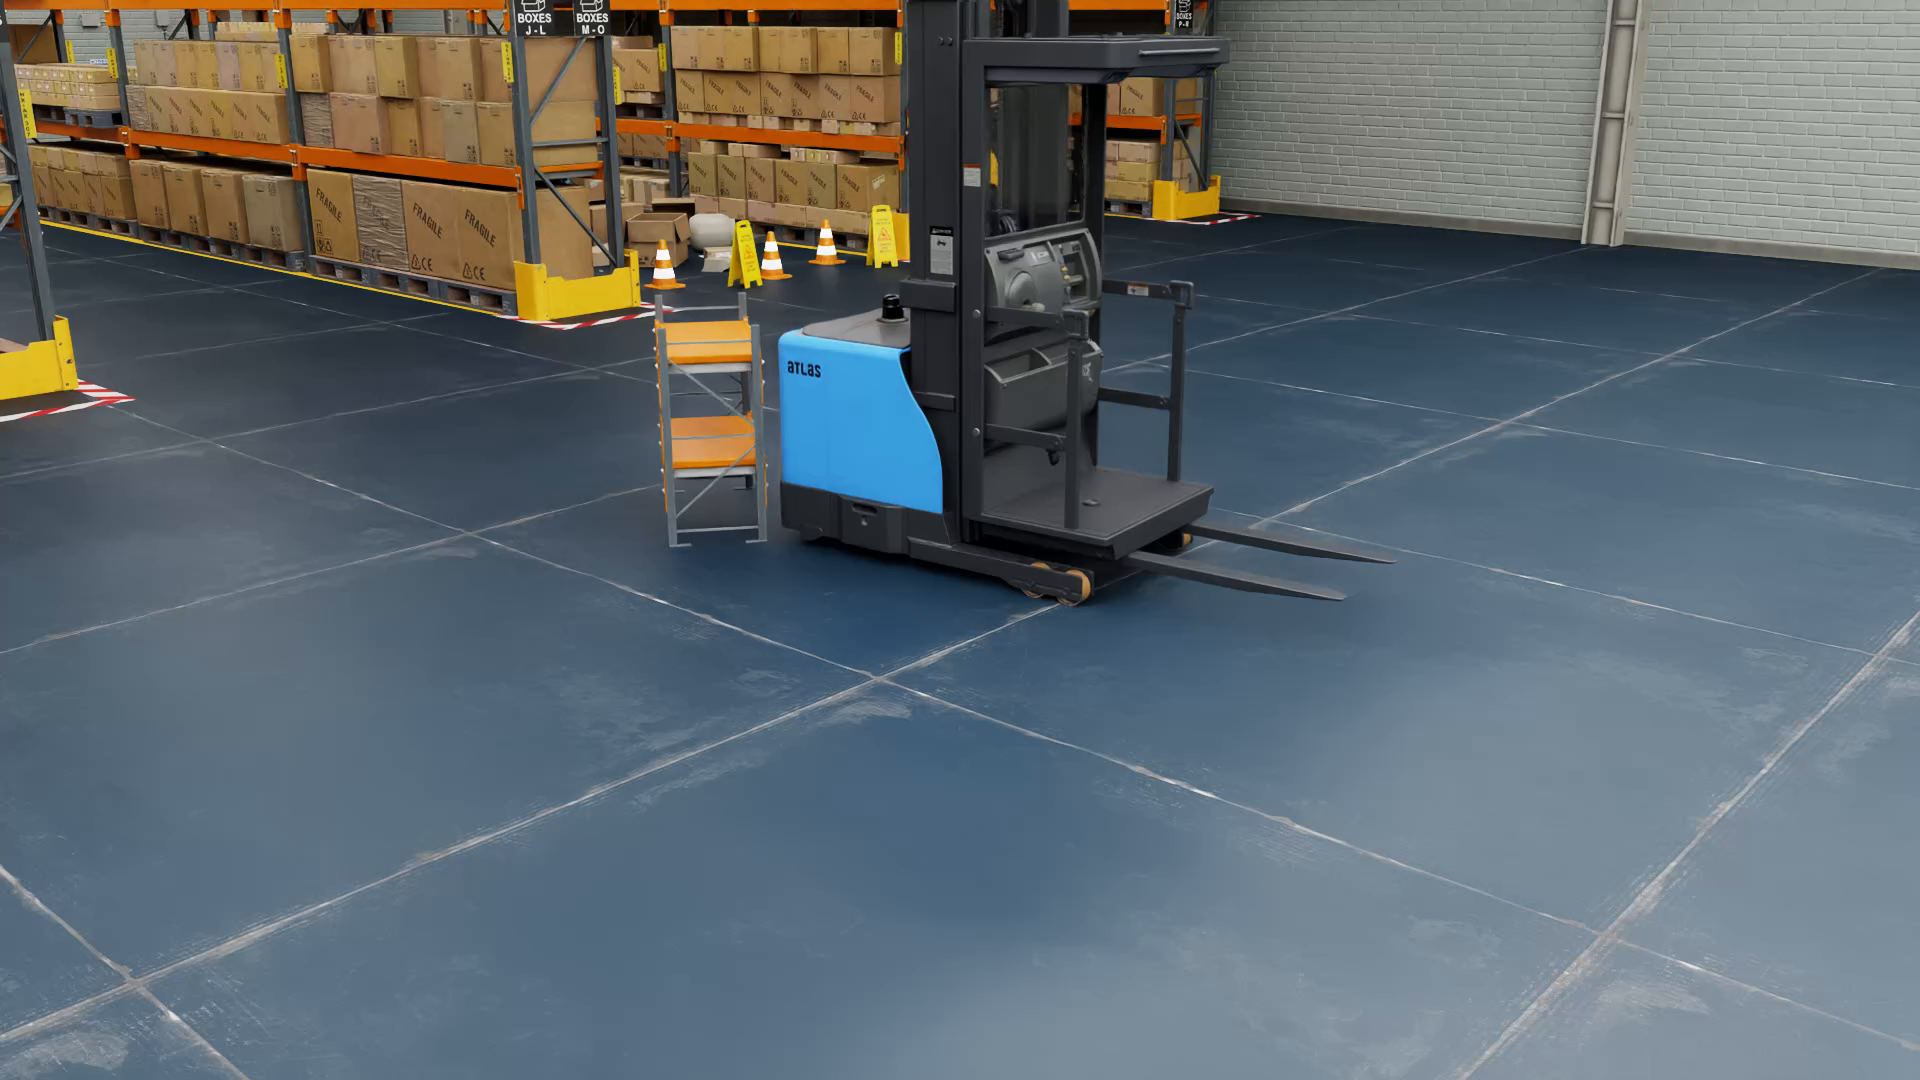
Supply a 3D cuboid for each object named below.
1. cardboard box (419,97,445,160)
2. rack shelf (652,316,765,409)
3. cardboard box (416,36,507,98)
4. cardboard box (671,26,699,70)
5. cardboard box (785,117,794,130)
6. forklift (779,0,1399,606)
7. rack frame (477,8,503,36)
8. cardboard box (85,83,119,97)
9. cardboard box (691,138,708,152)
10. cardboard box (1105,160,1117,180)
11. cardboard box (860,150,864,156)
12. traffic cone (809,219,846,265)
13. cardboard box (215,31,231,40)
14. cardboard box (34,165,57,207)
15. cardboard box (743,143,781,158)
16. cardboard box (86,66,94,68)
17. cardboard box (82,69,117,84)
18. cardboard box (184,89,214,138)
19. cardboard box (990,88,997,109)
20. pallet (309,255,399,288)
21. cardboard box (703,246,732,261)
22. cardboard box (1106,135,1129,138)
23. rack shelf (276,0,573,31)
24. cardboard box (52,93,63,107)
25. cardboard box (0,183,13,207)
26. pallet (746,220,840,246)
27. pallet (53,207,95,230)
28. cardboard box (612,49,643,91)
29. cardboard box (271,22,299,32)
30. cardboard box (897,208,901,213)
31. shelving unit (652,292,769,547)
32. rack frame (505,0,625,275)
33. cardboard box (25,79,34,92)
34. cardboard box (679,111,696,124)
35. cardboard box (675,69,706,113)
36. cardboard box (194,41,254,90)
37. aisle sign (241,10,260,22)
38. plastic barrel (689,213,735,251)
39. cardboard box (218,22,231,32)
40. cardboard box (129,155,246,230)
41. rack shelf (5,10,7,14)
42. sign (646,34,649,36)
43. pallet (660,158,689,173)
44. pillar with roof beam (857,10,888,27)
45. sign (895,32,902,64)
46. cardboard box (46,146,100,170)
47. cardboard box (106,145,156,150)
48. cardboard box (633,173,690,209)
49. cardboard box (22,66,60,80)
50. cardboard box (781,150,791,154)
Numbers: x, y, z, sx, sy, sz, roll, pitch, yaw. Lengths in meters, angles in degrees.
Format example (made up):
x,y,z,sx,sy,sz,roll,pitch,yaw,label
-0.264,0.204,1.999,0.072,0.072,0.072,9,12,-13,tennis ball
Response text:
x,y,z,sx,sy,sz,roll,pitch,yaw,label
-4.552,-3.909,15.721,0.550,0.550,0.875,15,23,39,cardboard box
-1.338,-0.948,8.771,0.538,0.278,1.000,-3,18,-10,rack shelf
-4.536,-4.429,15.575,0.550,0.550,0.875,15,23,39,cardboard box
-3.080,-5.999,20.244,0.500,0.500,0.700,15,23,39,cardboard box
-1.825,-4.885,19.461,0.250,0.149,0.380,15,23,39,cardboard box
0.574,-1.274,7.781,3.031,2.935,1.130,12,21,33,forklift
-6.257,-6.273,23.419,0.127,3.000,1.000,15,23,39,rack frame
-10.139,-5.351,19.744,0.250,0.149,0.380,16,23,40,cardboard box
-4.184,-6.649,28.042,0.500,0.500,0.500,16,24,42,cardboard box
2.079,-5.049,22.586,0.500,0.250,0.500,15,23,39,cardboard box
-1.510,-6.072,26.018,0.625,0.625,0.875,14,22,37,cardboard box
-1.451,-3.252,18.094,0.334,0.463,0.336,15,23,39,traffic cone
-12.070,-8.243,27.807,0.500,0.500,0.500,14,23,38,cardboard box
-11.685,-4.630,21.682,0.500,0.500,0.500,16,24,42,cardboard box
-2.360,-4.652,19.850,0.250,0.149,0.380,17,24,42,cardboard box
-10.852,-5.948,21.132,0.250,0.149,0.380,15,23,39,cardboard box
-10.138,-5.492,19.694,0.250,0.149,0.380,14,22,37,cardboard box
-8.180,-4.726,18.379,0.500,0.500,0.500,15,23,39,cardboard box
0.586,-6.392,23.630,0.500,0.500,0.500,16,23,40,cardboard box
-5.958,-2.830,17.181,1.213,0.211,1.003,15,23,39,pallet
-2.594,-3.114,18.178,0.380,0.149,0.250,-6,18,-18,cardboard box
2.042,-5.498,23.177,0.500,0.250,0.500,15,23,39,cardboard box
-4.979,-5.015,15.685,4.000,0.370,1.077,15,23,39,rack shelf
-10.904,-5.415,20.435,0.250,0.149,0.380,14,22,37,cardboard box
-6.906,-2.416,11.681,0.250,0.149,0.380,15,23,39,cardboard box
-1.822,-3.769,20.139,1.213,0.211,1.003,15,23,39,pallet
-10.959,-4.206,21.516,1.213,0.211,1.003,15,23,39,pallet
-4.134,-6.000,21.206,0.500,0.500,0.500,15,23,40,cardboard box
-10.798,-8.216,26.652,0.250,0.149,0.380,15,23,39,cardboard box
-0.693,-3.781,19.418,0.500,0.250,0.500,15,23,39,cardboard box
-1.338,-0.669,8.859,0.538,1.125,1.048,-3,18,-10,shelving unit
-3.483,-3.527,14.765,0.127,3.000,1.000,15,23,39,rack frame
-11.485,-5.713,20.883,0.250,0.149,0.380,15,23,38,cardboard box
-3.242,-5.214,20.499,0.250,0.149,0.380,15,23,39,cardboard box
-3.121,-5.508,20.351,0.500,0.500,0.500,15,23,39,cardboard box
-7.991,-5.258,18.404,0.500,0.500,0.700,15,23,39,cardboard box
-12.088,-9.203,28.354,0.004,0.787,0.394,15,23,39,aisle sign
-2.823,-3.511,18.975,0.512,0.421,0.421,-3,18,-8,plastic barrel
-12.158,-8.579,27.794,0.250,0.149,0.380,16,23,40,cardboard box
-9.071,-4.118,19.654,0.750,0.750,1.050,15,23,39,cardboard box
-8.347,-3.913,12.213,4.000,0.370,1.077,15,23,39,rack shelf
-5.591,-8.878,29.714,0.005,0.325,0.100,15,23,39,sign
-4.406,-6.471,28.653,1.213,0.211,1.003,15,23,39,pallet
-4.249,-9.224,22.801,0.400,9.000,9.100,15,23,39,pillar with roof beam
-0.657,-5.248,17.752,0.005,0.325,0.100,15,23,39,sign
-11.303,-4.884,21.241,0.500,0.250,0.500,16,24,41,cardboard box
-10.563,-4.896,21.279,0.500,0.250,0.500,15,23,40,cardboard box
-3.659,-4.522,21.553,0.625,0.372,0.950,15,23,40,cardboard box
-11.501,-5.857,20.847,0.250,0.149,0.380,16,24,41,cardboard box
-2.263,-4.557,20.624,0.500,0.500,0.500,16,23,40,cardboard box
